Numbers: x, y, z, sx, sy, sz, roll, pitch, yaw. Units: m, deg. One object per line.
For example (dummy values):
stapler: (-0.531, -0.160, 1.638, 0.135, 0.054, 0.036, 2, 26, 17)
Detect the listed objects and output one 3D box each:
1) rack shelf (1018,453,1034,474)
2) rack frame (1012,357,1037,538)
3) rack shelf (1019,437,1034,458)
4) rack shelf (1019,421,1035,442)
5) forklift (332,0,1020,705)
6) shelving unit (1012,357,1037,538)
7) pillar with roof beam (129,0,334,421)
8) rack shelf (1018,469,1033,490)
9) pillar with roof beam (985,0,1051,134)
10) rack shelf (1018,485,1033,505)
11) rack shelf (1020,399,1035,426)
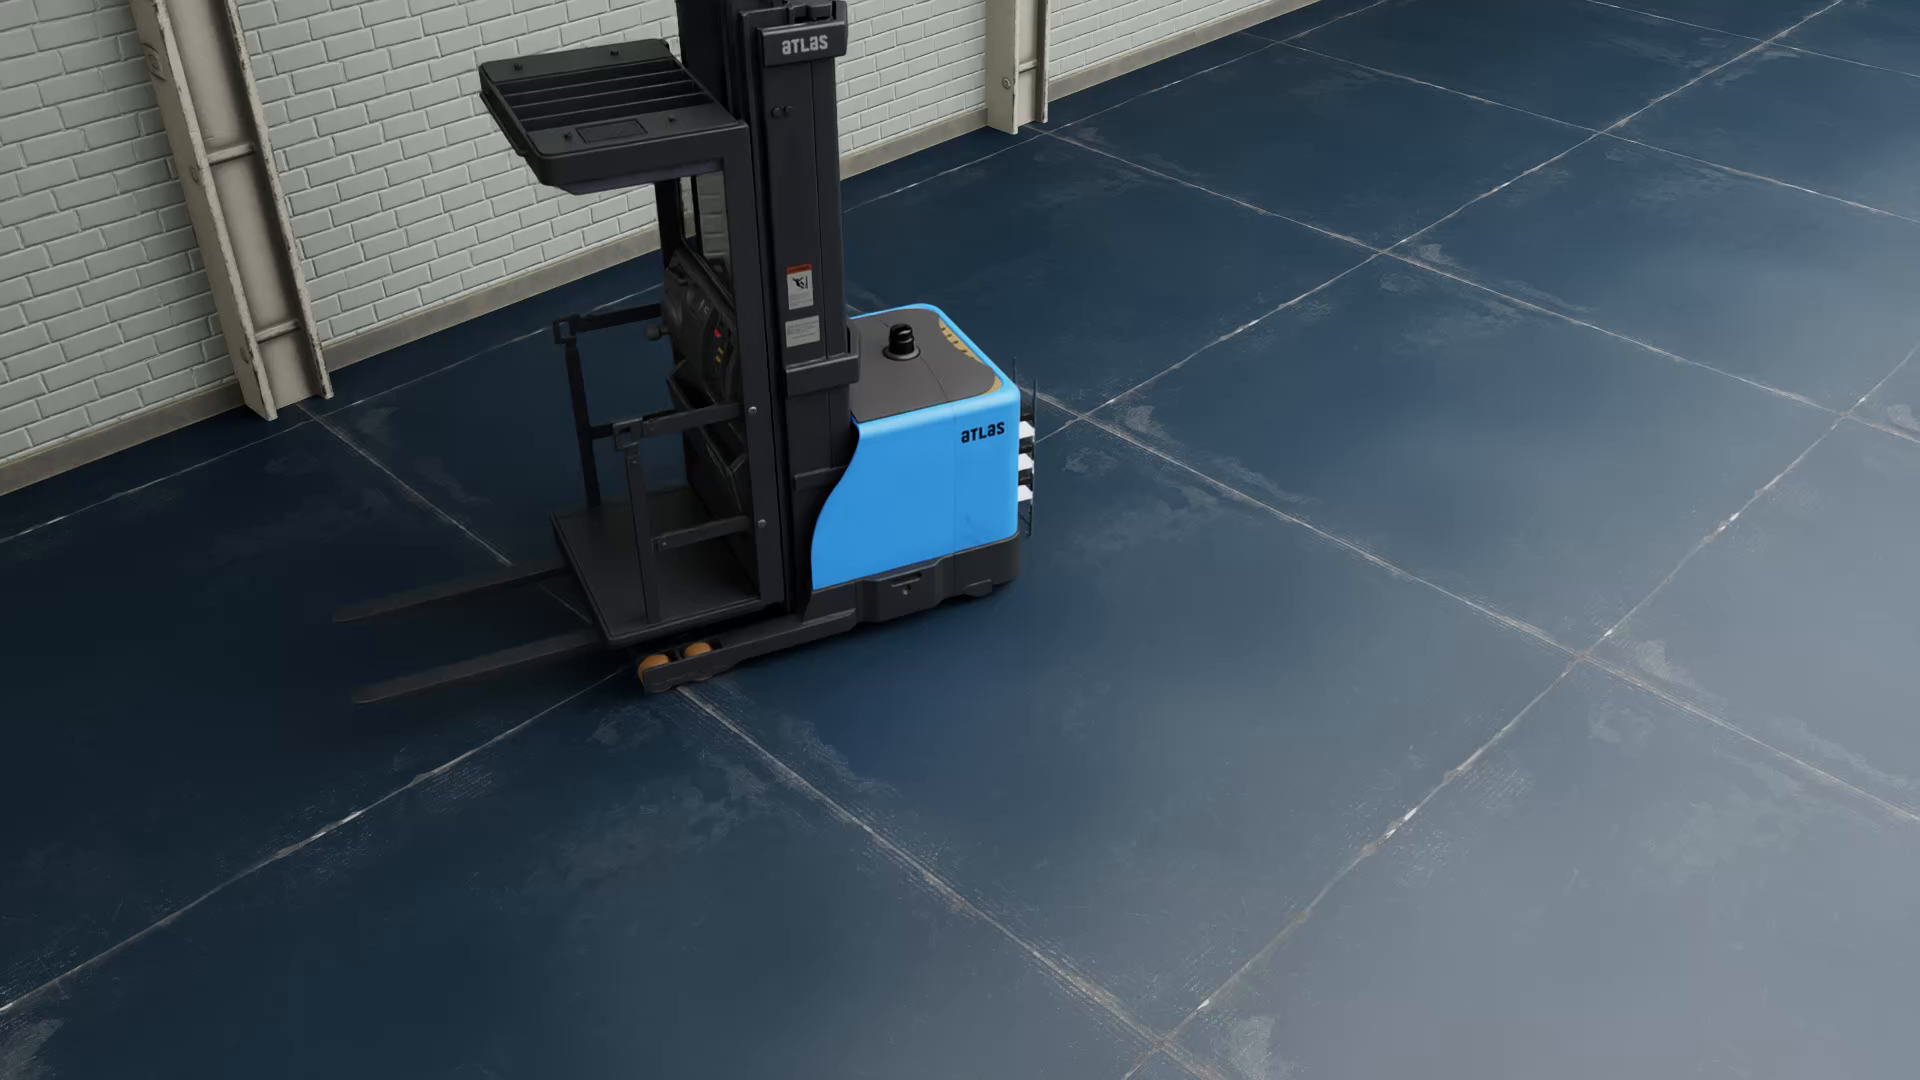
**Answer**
rack shelf: (0.212, -0.391, 8.082, 0.200, 0.077, 0.258, -15, 38, -20)
rack frame: (0.305, -0.442, 8.098, 0.006, 0.900, 0.240, -15, 38, -20)
rack shelf: (0.212, -0.464, 8.030, 0.200, 0.077, 0.258, -15, 38, -20)
rack shelf: (0.212, -0.538, 7.979, 0.200, 0.077, 0.258, -15, 38, -20)
forklift: (-1.278, -0.879, 6.948, 3.031, 2.935, 1.130, -15, 38, -20)
shelving unit: (0.212, -0.418, 8.063, 0.210, 0.900, 0.258, -15, 38, -20)
pillar with roof beam: (-0.738, -2.754, 4.333, 9.100, 9.000, 0.400, 30, 45, 35)
rack shelf: (0.212, -0.317, 8.133, 0.200, 0.077, 0.258, -15, 38, -20)
pillar with roof beam: (3.490, -5.190, 7.825, 9.100, 9.000, 0.400, 30, 45, 35)
rack shelf: (0.212, -0.243, 8.185, 0.200, 0.077, 0.258, -15, 38, -20)
rack shelf: (0.212, -0.612, 7.927, 0.200, 0.077, 0.258, -15, 38, -20)
